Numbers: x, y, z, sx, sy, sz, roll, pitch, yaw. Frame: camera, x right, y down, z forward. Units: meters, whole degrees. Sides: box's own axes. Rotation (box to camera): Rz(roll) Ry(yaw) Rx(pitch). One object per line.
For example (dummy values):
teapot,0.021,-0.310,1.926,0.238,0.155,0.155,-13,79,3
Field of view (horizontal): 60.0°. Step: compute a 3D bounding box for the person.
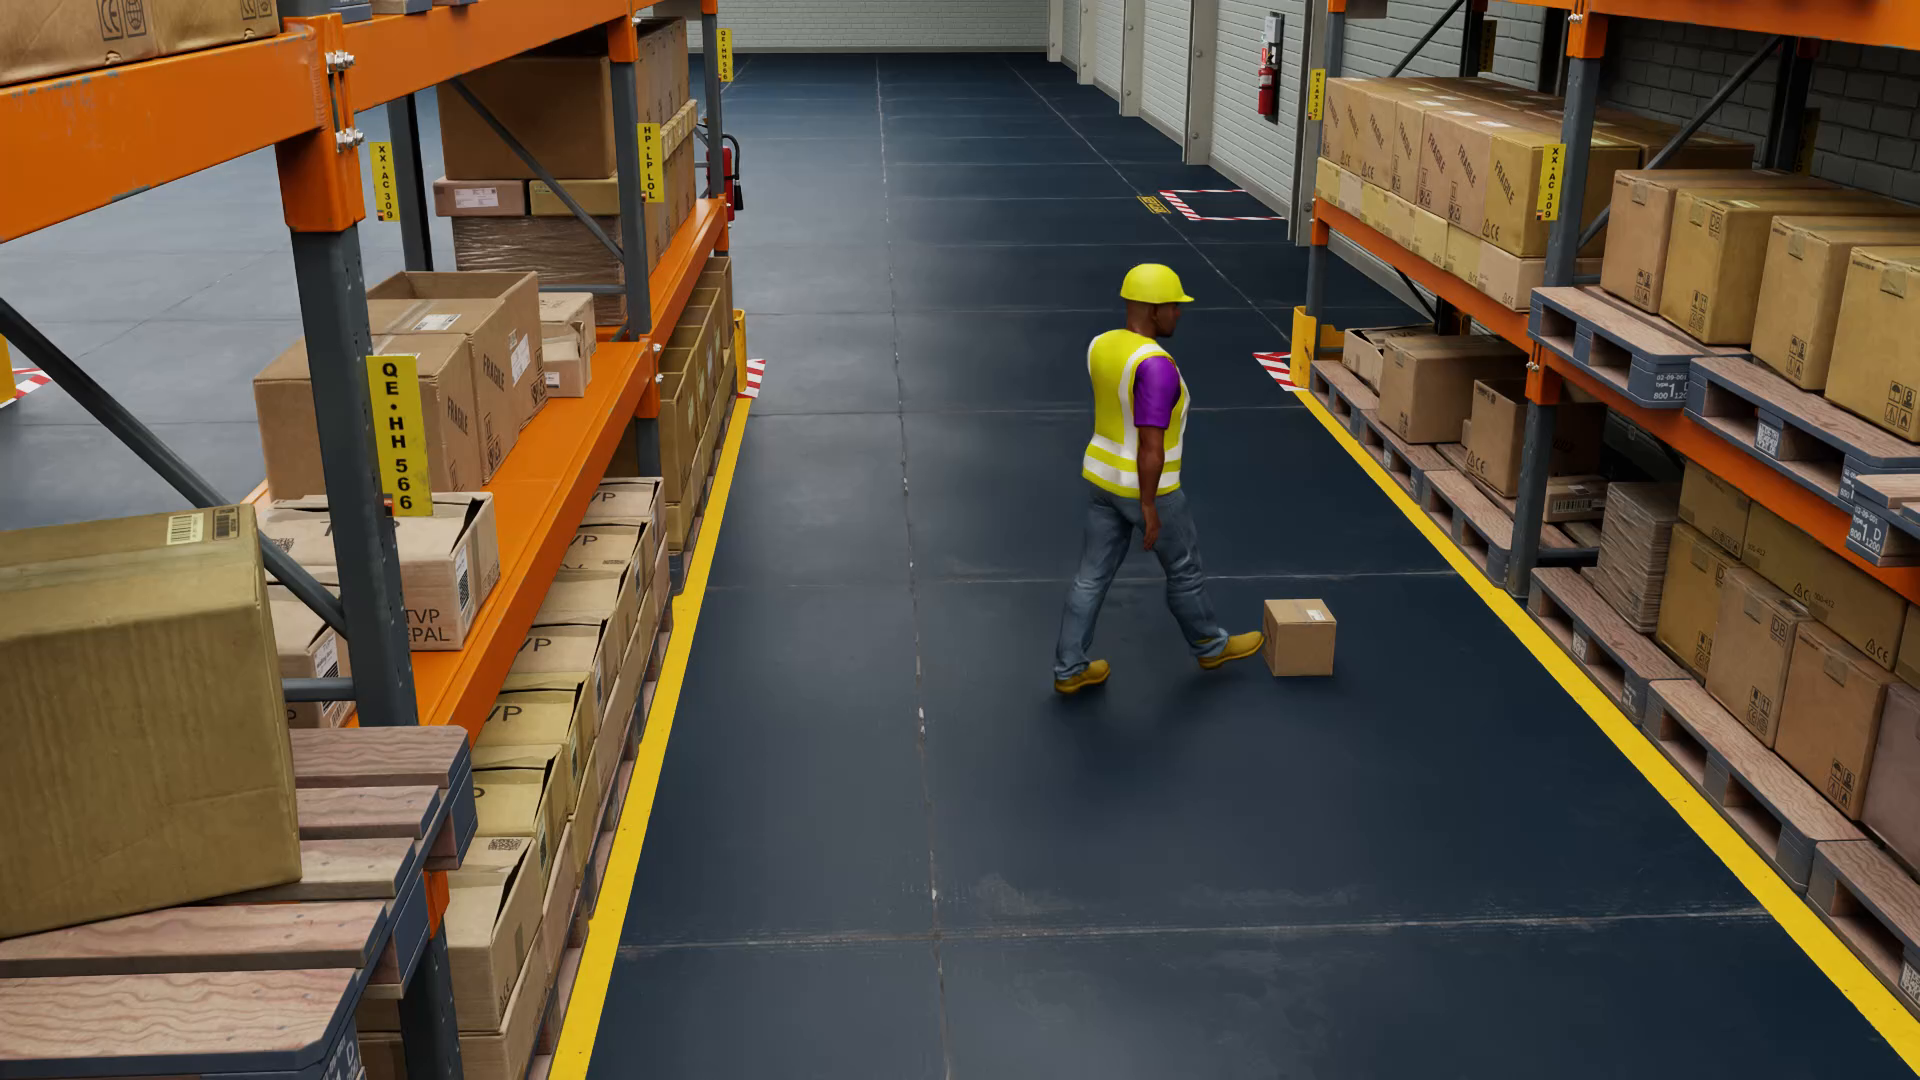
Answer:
person,0.795,-0.260,6.694,0.939,1.725,0.583,-12,24,-30
